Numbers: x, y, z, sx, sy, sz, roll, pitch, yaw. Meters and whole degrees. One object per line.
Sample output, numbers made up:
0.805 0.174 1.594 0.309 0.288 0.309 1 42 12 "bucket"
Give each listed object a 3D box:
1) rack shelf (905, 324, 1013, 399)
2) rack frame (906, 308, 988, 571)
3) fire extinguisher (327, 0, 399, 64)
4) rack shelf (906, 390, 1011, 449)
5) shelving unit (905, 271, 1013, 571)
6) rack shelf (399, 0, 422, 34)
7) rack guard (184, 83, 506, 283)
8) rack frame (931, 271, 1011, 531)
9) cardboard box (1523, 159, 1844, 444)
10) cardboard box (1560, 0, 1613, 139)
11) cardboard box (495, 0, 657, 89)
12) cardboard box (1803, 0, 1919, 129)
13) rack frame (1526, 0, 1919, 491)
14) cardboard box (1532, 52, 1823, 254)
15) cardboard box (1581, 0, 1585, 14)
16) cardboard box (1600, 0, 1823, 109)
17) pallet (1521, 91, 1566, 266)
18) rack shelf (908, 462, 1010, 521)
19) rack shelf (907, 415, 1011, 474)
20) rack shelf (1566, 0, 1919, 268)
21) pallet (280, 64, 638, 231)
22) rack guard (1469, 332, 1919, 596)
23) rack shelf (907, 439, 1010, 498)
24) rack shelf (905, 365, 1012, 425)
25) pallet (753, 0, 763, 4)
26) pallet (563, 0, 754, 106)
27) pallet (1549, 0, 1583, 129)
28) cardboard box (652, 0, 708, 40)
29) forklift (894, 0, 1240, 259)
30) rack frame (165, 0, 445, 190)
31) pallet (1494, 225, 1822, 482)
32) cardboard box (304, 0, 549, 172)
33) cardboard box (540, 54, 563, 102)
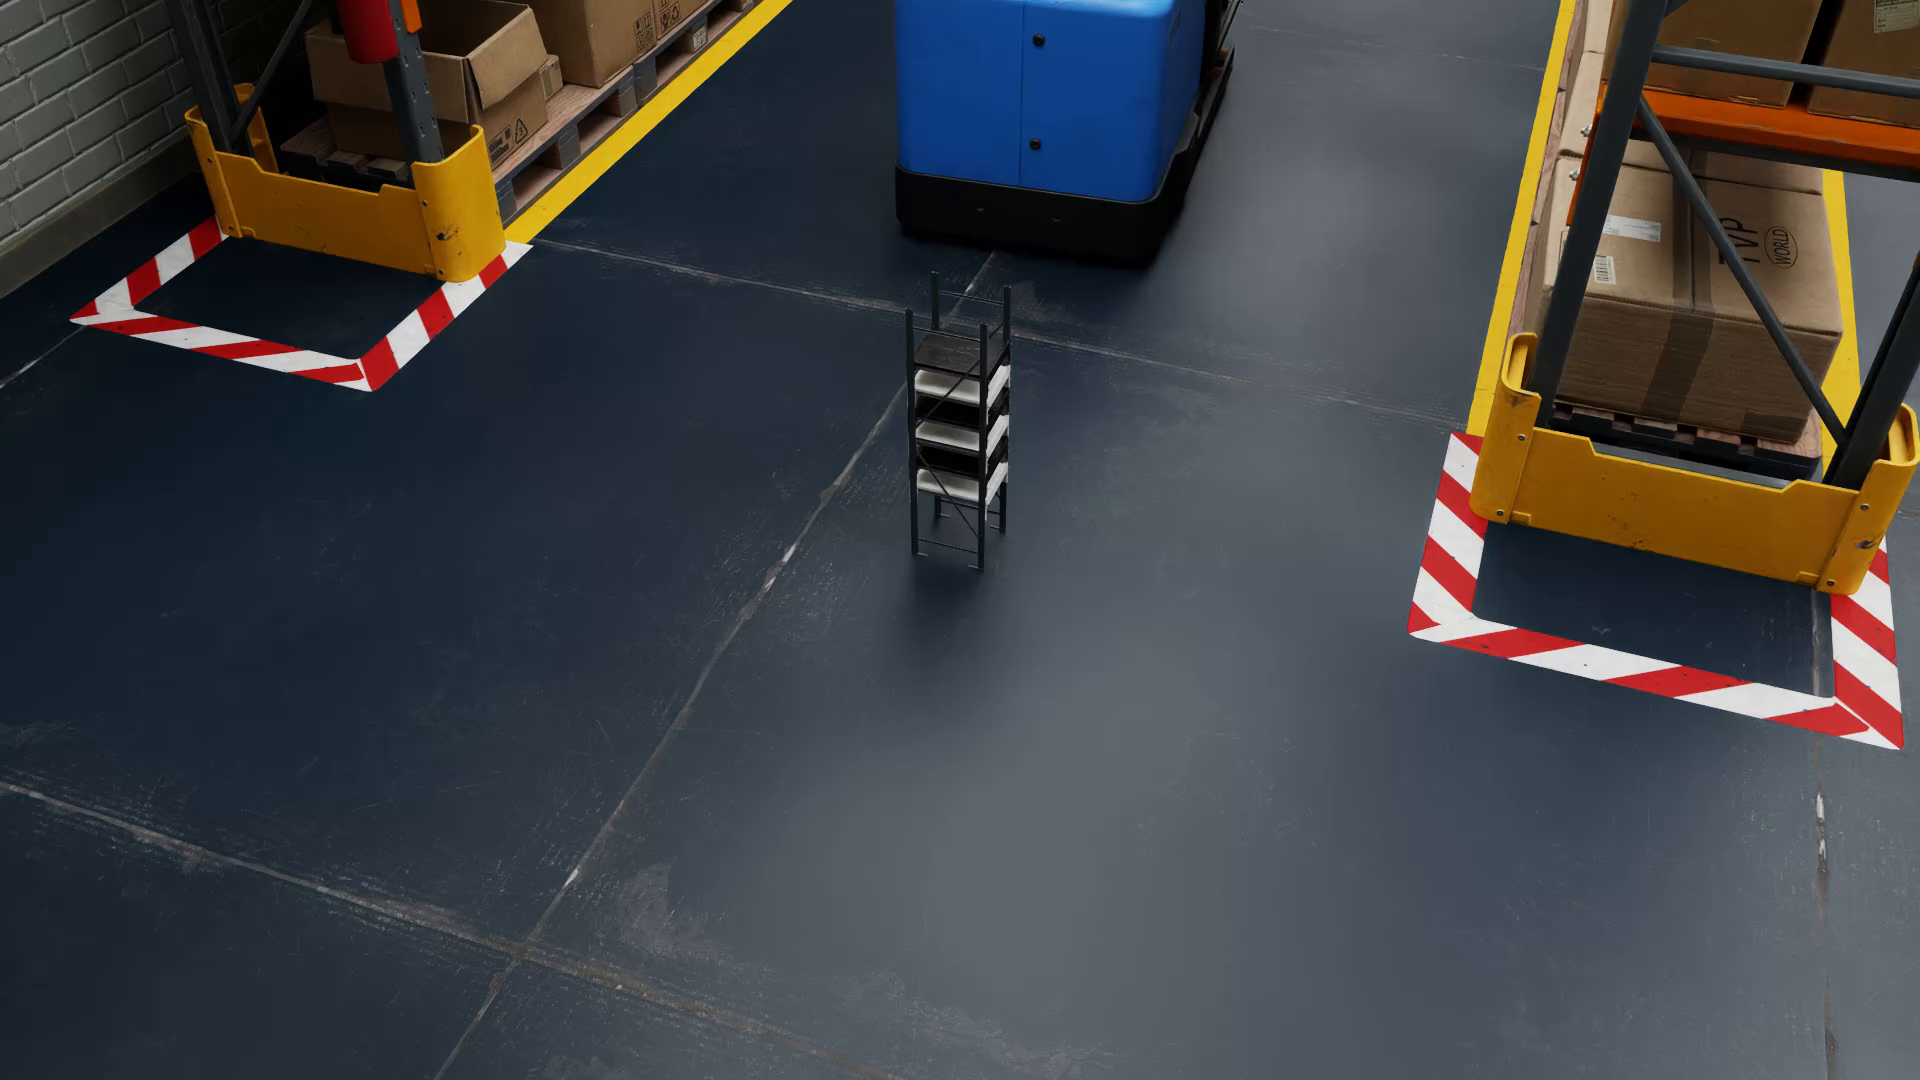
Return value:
-0.003 -0.517 4.799 0.258 0.077 0.200 13 42 15 "rack shelf"
-0.038 -0.275 4.879 0.240 0.900 0.006 13 42 15 "rack frame"
-2.037 -1.945 5.565 0.296 0.674 0.183 13 42 15 "fire extinguisher"
-0.003 -0.381 4.915 0.258 0.077 0.200 13 42 15 "rack shelf"
-0.003 -0.337 4.952 0.258 0.900 0.210 13 42 15 "shelving unit"
-1.737 -3.254 7.308 1.077 0.370 4.000 13 42 15 "rack shelf"
-2.395 -1.404 6.510 1.175 0.500 0.348 13 42 15 "rack guard"
0.032 -0.399 5.025 0.240 0.900 0.006 13 42 15 "rack frame"
2.377 -0.819 5.549 0.875 0.438 0.875 12 42 14 "cardboard box"
2.992 -1.928 6.850 0.875 0.438 0.875 12 42 14 "cardboard box"
-1.794 -2.382 7.333 0.700 0.500 0.500 15 43 17 "cardboard box"
2.679 -1.476 4.592 0.500 0.500 0.500 13 42 15 "cardboard box"
2.245 -1.209 4.356 1.000 3.000 0.127 13 42 15 "rack frame"
2.682 -1.379 6.205 0.875 0.438 0.875 14 43 16 "cardboard box"
3.297 -2.474 7.490 0.875 0.438 0.875 13 42 14 "cardboard box"
2.161 -1.600 4.737 0.500 0.500 0.500 14 42 15 "cardboard box"
2.864 -1.395 6.722 1.003 0.211 1.213 13 42 15 "pallet"
-0.003 -0.175 5.091 0.258 0.077 0.200 13 42 15 "rack shelf"
-0.003 -0.312 4.974 0.258 0.077 0.200 13 42 15 "rack shelf"
2.929 -2.155 6.019 1.077 0.370 4.000 13 42 15 "rack shelf"
-2.123 -1.780 7.174 1.003 0.211 1.213 13 42 15 "pallet"
2.237 -0.243 5.150 1.175 0.500 0.348 13 42 15 "rack guard"
-0.003 -0.244 5.032 0.258 0.077 0.200 13 42 15 "rack shelf"
-0.003 -0.449 4.857 0.258 0.077 0.200 13 42 15 "rack shelf"
-1.289 -3.268 8.918 1.003 0.211 1.213 13 42 15 "pallet"
-1.704 -2.522 8.043 1.003 0.211 1.213 13 42 15 "pallet"
3.279 -2.141 7.597 1.003 0.211 1.213 13 42 15 "pallet"
-1.519 -2.682 7.685 0.500 0.500 0.500 14 42 16 "cardboard box"
0.642 -3.164 6.700 1.130 2.935 3.031 11 42 12 "forklift"
-2.421 -2.308 5.644 1.000 3.000 0.127 13 42 15 "rack frame"
2.445 -0.653 5.853 1.003 0.211 1.213 13 42 15 "pallet"
-2.123 -1.870 6.731 0.797 0.503 0.637 12 42 13 "cardboard box"
-1.941 -1.986 7.140 0.380 0.149 0.250 12 42 13 "cardboard box"
